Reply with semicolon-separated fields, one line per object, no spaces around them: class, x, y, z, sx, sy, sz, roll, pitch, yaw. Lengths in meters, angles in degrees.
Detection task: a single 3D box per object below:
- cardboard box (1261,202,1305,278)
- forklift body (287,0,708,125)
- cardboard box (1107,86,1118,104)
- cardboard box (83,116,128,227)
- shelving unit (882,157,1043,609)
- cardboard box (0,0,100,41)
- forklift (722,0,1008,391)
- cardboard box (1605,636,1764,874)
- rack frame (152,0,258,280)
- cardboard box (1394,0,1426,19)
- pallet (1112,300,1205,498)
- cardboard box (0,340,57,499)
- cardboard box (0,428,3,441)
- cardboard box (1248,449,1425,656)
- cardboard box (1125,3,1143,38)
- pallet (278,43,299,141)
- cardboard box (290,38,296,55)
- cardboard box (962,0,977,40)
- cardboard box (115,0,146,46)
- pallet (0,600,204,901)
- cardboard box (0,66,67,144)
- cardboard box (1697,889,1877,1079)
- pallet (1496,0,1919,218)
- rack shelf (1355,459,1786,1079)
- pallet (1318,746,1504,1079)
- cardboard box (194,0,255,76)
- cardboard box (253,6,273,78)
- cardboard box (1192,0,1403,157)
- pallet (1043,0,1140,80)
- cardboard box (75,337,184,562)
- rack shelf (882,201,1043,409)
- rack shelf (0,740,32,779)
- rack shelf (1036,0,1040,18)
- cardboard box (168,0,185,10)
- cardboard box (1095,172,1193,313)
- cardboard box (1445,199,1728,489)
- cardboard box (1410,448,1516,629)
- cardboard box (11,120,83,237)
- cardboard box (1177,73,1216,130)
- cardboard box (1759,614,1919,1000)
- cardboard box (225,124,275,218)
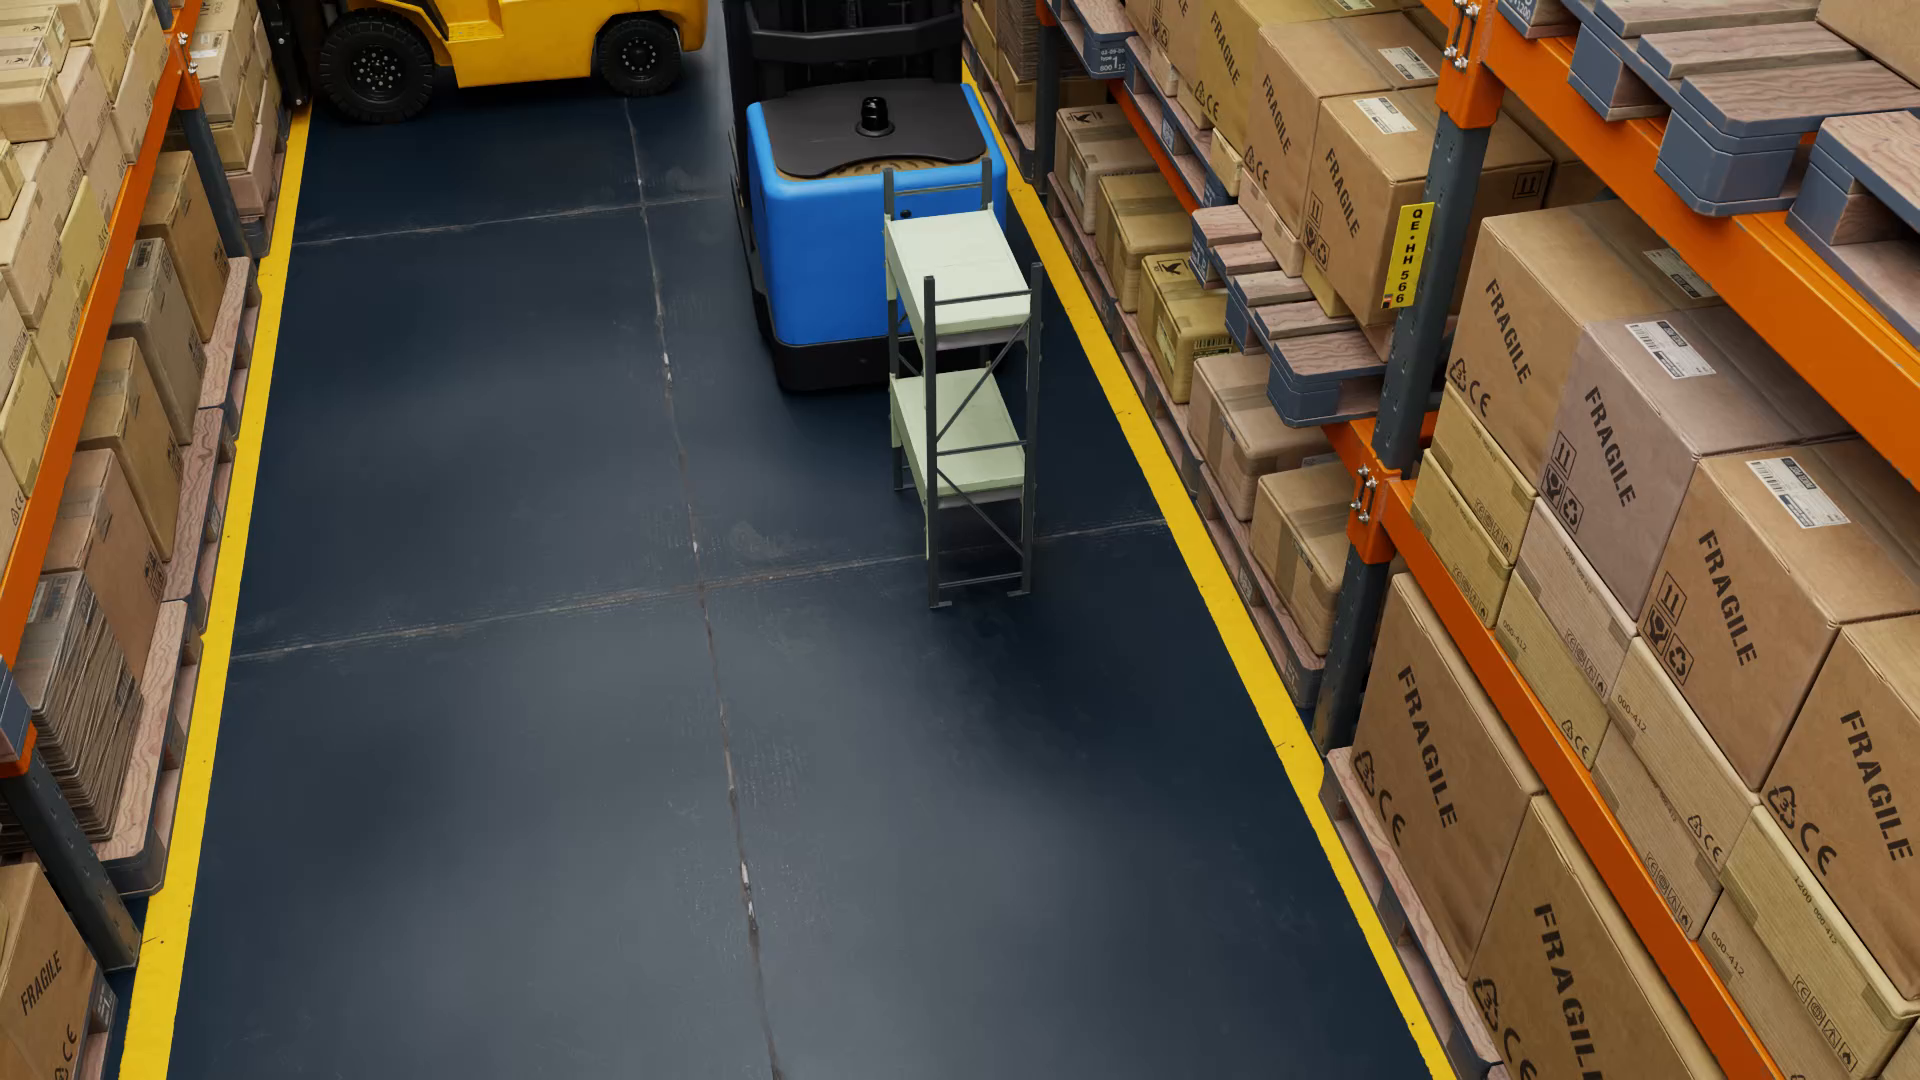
cardboard box;1.228;-1.018;5.510;0.380;0.149;0.250;-9;42;-10
forklift body;-2.627;-3.642;9.233;2.313;2.155;1.214;-8;42;-9
cardboard box;1.028;-2.598;9.172;0.500;0.250;0.500;-10;43;-11
cardboard box;-3.399;-1.338;6.111;0.500;0.250;0.500;-8;42;-9
shelving unit;-0.001;-0.565;6.257;0.431;1.500;0.755;-8;42;-9
cardboard box;-3.403;-1.943;6.115;0.380;0.149;0.250;-10;42;-11
forklift;-0.581;-2.743;7.633;1.130;2.935;3.031;-8;42;-9
cardboard box;1.829;0.438;3.734;0.500;0.250;0.500;-8;42;-9
rack frame;-3.954;-2.335;7.120;1.000;3.000;0.127;-8;42;-9
cardboard box;1.643;-1.766;5.864;0.500;0.500;0.500;-8;42;-9
pallet;1.328;-0.709;7.389;1.003;0.211;1.213;-8;42;-9
cardboard box;-3.052;-0.335;4.981;0.500;0.250;0.500;-9;42;-10
cardboard box;-2.924;-0.199;4.451;0.500;0.250;0.500;-8;42;-9
cardboard box;1.643;0.003;6.151;0.950;0.372;0.625;-11;43;-12
cardboard box;0.898;-2.199;6.841;0.380;0.149;0.250;-8;42;-9
pallet;-4.352;-2.606;9.526;1.003;0.211;1.213;-8;42;-9
cardboard box;-4.076;-2.814;9.416;0.500;0.250;0.500;-7;42;-8
cardboard box;0.272;-3.196;9.845;0.500;0.250;0.500;-8;42;-9
cardboard box;-3.599;-2.184;6.687;0.500;0.250;0.500;-9;42;-10
pallet;-3.230;0.762;5.733;1.003;0.211;1.213;-8;42;-9
cardboard box;-3.226;-1.440;5.549;0.380;0.149;0.250;-9;42;-10
cardboard box;1.961;0.945;3.539;0.500;0.250;0.500;-8;42;-9
pallet;1.946;-1.097;3.609;1.213;0.211;1.003;-7;42;-7
rack shelf;2.187;1.110;3.782;1.077;0.370;4.000;-8;42;-9
pallet;1.852;1.109;5.341;1.003;0.211;1.213;-8;42;-9
cardboard box;-3.853;-2.529;8.341;0.500;0.250;0.500;-8;42;-9
cardboard box;-3.965;-2.662;8.867;0.500;0.250;0.500;-9;42;-10
cardboard box;1.153;-1.676;5.763;0.500;0.500;0.500;-11;43;-12
pallet;0.915;-2.460;7.407;1.003;0.211;1.213;-8;42;-9
cardboard box;-3.506;-0.276;6.274;0.875;0.625;0.625;-10;43;-11
rack shelf;-0.001;-0.857;5.998;0.431;0.370;0.720;-8;42;-9
rack shelf;-2.659;1.824;2.978;1.077;0.370;4.000;-8;42;-9
rack shelf;0.460;-4.076;9.624;1.077;0.370;4.000;-8;42;-9
cardboard box;-3.795;-2.697;7.453;0.500;0.500;0.500;-9;42;-10
cardboard box;1.166;-1.417;7.750;0.950;0.372;0.625;-6;42;-7
cardboard box;1.623;-0.512;4.239;0.500;0.500;0.500;-10;43;-11
cardboard box;1.615;-0.046;4.655;0.500;0.250;0.500;-9;42;-10
cardboard box;-3.285;-1.189;5.567;0.500;0.250;0.500;-8;42;-9
cardboard box;1.043;-1.690;6.268;0.380;0.149;0.250;-10;42;-11
cardboard box;1.941;0.473;3.129;0.500;0.500;0.500;-8;42;-9
cardboard box;-3.735;-1.824;8.301;0.500;0.250;0.500;-8;42;-9
